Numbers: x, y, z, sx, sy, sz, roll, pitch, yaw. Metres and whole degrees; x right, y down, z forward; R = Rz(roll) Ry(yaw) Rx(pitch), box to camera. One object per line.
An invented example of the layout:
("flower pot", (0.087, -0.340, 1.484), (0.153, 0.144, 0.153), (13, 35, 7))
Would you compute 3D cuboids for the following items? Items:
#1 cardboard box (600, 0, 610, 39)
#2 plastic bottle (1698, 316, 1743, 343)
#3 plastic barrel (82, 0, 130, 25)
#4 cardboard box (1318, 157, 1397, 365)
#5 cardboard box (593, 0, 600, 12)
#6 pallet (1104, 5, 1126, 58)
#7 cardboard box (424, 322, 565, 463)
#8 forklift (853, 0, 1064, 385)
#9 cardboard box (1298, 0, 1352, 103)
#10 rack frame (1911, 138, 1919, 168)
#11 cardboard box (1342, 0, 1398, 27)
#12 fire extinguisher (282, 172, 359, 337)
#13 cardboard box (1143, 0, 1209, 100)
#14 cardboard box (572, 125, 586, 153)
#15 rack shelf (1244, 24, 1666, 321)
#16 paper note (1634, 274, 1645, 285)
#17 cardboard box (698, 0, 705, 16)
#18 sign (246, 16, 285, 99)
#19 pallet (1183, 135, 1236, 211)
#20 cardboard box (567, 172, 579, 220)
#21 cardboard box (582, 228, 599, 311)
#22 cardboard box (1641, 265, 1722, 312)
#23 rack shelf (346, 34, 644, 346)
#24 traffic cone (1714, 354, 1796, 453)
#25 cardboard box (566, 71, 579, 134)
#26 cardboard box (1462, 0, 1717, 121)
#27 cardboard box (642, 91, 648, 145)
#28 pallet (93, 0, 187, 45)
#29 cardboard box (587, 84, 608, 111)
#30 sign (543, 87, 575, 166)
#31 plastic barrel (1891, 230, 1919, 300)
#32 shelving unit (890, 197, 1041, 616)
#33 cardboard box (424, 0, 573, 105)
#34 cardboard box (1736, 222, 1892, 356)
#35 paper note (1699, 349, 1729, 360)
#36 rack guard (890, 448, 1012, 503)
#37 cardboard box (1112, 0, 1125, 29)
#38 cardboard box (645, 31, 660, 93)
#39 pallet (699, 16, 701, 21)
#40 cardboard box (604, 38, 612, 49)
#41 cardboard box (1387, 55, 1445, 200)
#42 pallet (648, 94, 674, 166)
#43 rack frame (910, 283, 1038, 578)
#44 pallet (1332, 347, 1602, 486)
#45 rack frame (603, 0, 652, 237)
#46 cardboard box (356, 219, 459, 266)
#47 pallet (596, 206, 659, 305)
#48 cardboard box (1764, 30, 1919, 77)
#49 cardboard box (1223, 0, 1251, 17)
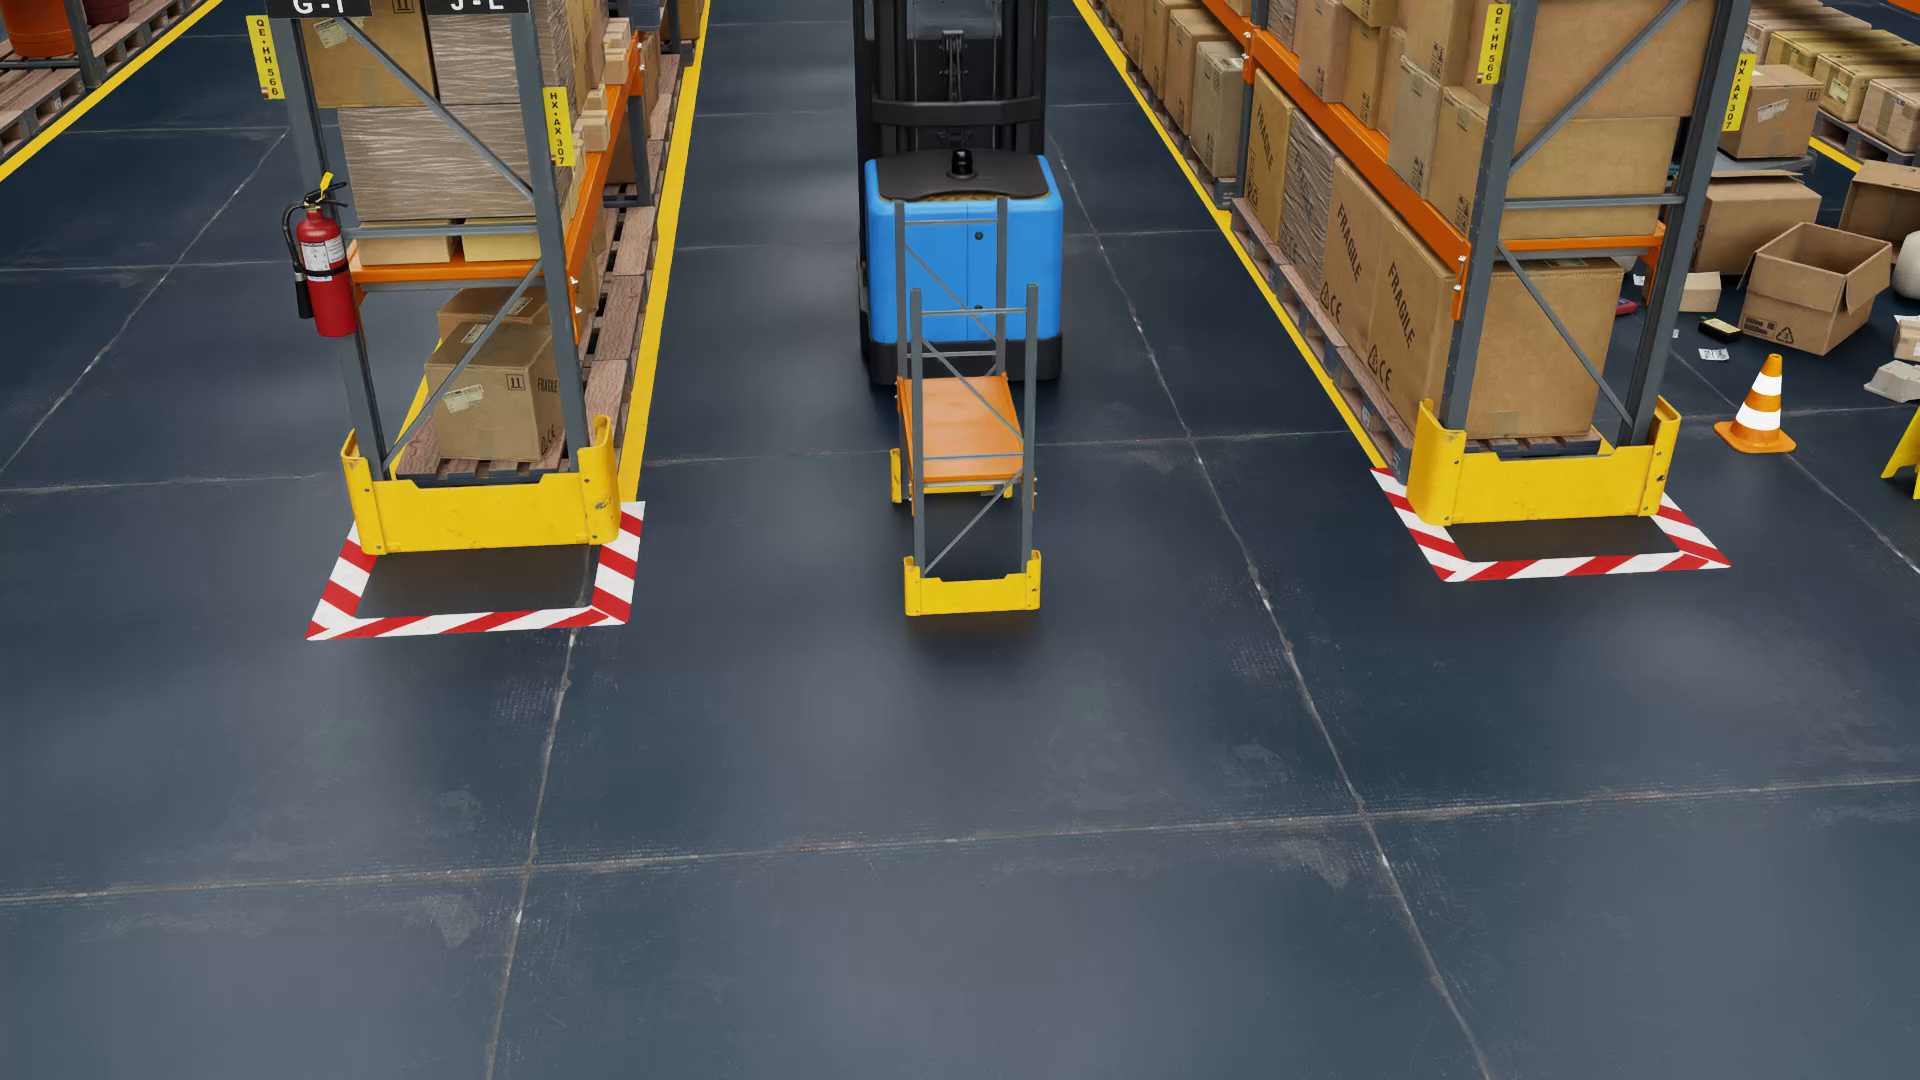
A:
("cardboard box", (-2.580, -3.274, 9.918), (0.875, 0.500, 0.500), (-3, 31, -5))
("plastic bottle", (4.444, -1.244, 9.773), (0.133, 0.061, 0.283), (-14, 33, -22))
("plastic barrel", (-8.033, -5.111, 15.324), (0.600, 0.588, 0.708), (-3, 31, -5))
("cardboard box", (2.548, -1.540, 9.065), (0.875, 0.875, 0.875), (-3, 31, -5))
("cardboard box", (-2.107, -2.953, 8.406), (0.500, 0.500, 0.500), (-3, 31, -5))
("pallet", (1.942, -4.766, 15.523), (1.003, 0.211, 1.213), (-3, 31, -5))
("cardboard box", (-2.228, -0.720, 8.059), (0.500, 0.500, 0.500), (3, 31, 5))
("forklift", (-0.074, -2.826, 9.623), (1.130, 2.935, 3.031), (-2, 31, -4))
("cardboard box", (2.441, -2.837, 9.429), (0.875, 0.550, 0.550), (-3, 31, -5))
("rack frame", (7.307, -3.811, 11.204), (1.000, 3.000, 0.127), (-3, 31, -5))
("cardboard box", (2.526, -3.032, 8.702), (0.875, 0.550, 0.500), (-3, 31, -5))
("fire extinguisher", (-2.634, -1.180, 6.876), (0.296, 0.674, 0.183), (-3, 31, -5))
("cardboard box", (2.066, -4.017, 13.335), (1.050, 0.750, 0.750), (-2, 31, -4))
("cardboard box", (-2.099, -1.981, 8.386), (0.380, 0.149, 0.250), (-3, 31, -5))
("rack shelf", (2.575, -2.192, 9.196), (1.077, 0.370, 4.000), (-3, 31, -5))
("paper note", (4.337, -1.638, 10.470), (0.172, 0.023, 0.155), (8, 32, 13))
("cardboard box", (-3.053, -5.455, 15.620), (1.225, 0.875, 0.875), (-3, 31, -4))
("sign", (-2.741, -1.910, 6.585), (0.100, 0.325, 0.005), (-3, 31, -5))
("pallet", (2.241, -2.715, 12.090), (1.003, 0.211, 1.213), (-3, 31, -5))
("cardboard box", (-1.988, -1.600, 7.748), (0.380, 0.149, 0.250), (-3, 31, -5))
("cardboard box", (-2.365, -1.632, 9.584), (0.500, 0.500, 0.500), (-5, 31, -9))
("cardboard box", (4.382, -1.559, 10.101), (0.396, 0.266, 0.258), (2, 31, 4))
("rack shelf", (-2.373, -2.006, 8.885), (1.077, 0.370, 4.000), (-3, 31, -5))
("traffic cone", (4.126, -0.730, 8.520), (0.336, 0.463, 0.334), (-3, 31, -5))
("cardboard box", (-2.380, -2.253, 8.210), (0.875, 0.500, 0.500), (-3, 31, -5))
("cardboard box", (2.765, -2.199, 7.307), (0.875, 0.550, 0.550), (-3, 31, -5))
("cardboard box", (-2.622, -3.010, 11.873), (0.700, 0.500, 0.500), (-3, 31, -5))
("pallet", (-8.091, -4.966, 15.857), (1.003, 0.211, 1.213), (-3, 31, -5))
("cardboard box", (-2.122, -2.366, 9.030), (0.380, 0.149, 0.250), (-3, 31, -5))
("sign", (-1.646, -1.691, 6.812), (0.100, 0.325, 0.005), (-3, 31, -5))
("plastic barrel", (5.980, -1.644, 10.090), (0.512, 0.421, 0.421), (20, 36, 29))
("shelving unit", (0.007, -0.605, 7.300), (0.587, 1.500, 1.083), (-3, 31, -5))
("cardboard box", (-1.966, -2.187, 7.124), (0.500, 0.500, 0.500), (-3, 31, -5))
("cardboard box", (4.996, -1.472, 9.724), (0.637, 0.503, 0.797), (27, 40, 37))
("paper note", (4.309, -1.065, 9.505), (0.144, 0.017, 0.142), (8, 32, 13))
("rack guard", (-0.039, -0.323, 8.046), (0.587, 0.250, 0.087), (-3, 31, -5))
("cardboard box", (1.692, -4.995, 15.215), (0.500, 0.500, 0.500), (-3, 31, -5))
("cardboard box", (-2.787, -3.870, 13.313), (0.700, 0.500, 0.500), (-5, 31, -9))
("pallet", (-3.043, -5.208, 16.264), (1.003, 0.211, 1.213), (-3, 31, -5))
("cardboard box", (-2.270, -2.874, 9.881), (0.380, 0.149, 0.250), (-3, 31, -5))
("cardboard box", (2.609, -2.011, 8.045), (0.875, 0.550, 0.550), (-3, 31, -5))
("pallet", (-2.751, -3.160, 12.835), (1.003, 0.211, 1.213), (-3, 31, -5))
("rack frame", (0.055, -0.341, 6.858), (0.500, 1.500, 0.032), (-3, 31, -5))
("pallet", (2.609, -0.687, 8.694), (1.003, 0.211, 1.213), (-3, 31, -5))
("rack frame", (-2.560, -3.336, 10.410), (1.000, 3.000, 0.127), (-3, 31, -5))
("cardboard box", (-2.418, -1.321, 7.282), (0.380, 0.149, 0.250), (-3, 31, -5))
("pallet", (-2.462, -1.797, 10.553), (1.003, 0.211, 1.213), (-3, 31, -5))
("cardboard box", (7.118, -3.852, 13.427), (0.950, 0.372, 0.625), (-2, 31, -3))
("cardboard box", (2.073, -3.818, 11.120), (0.500, 0.500, 0.500), (-3, 31, -5))
